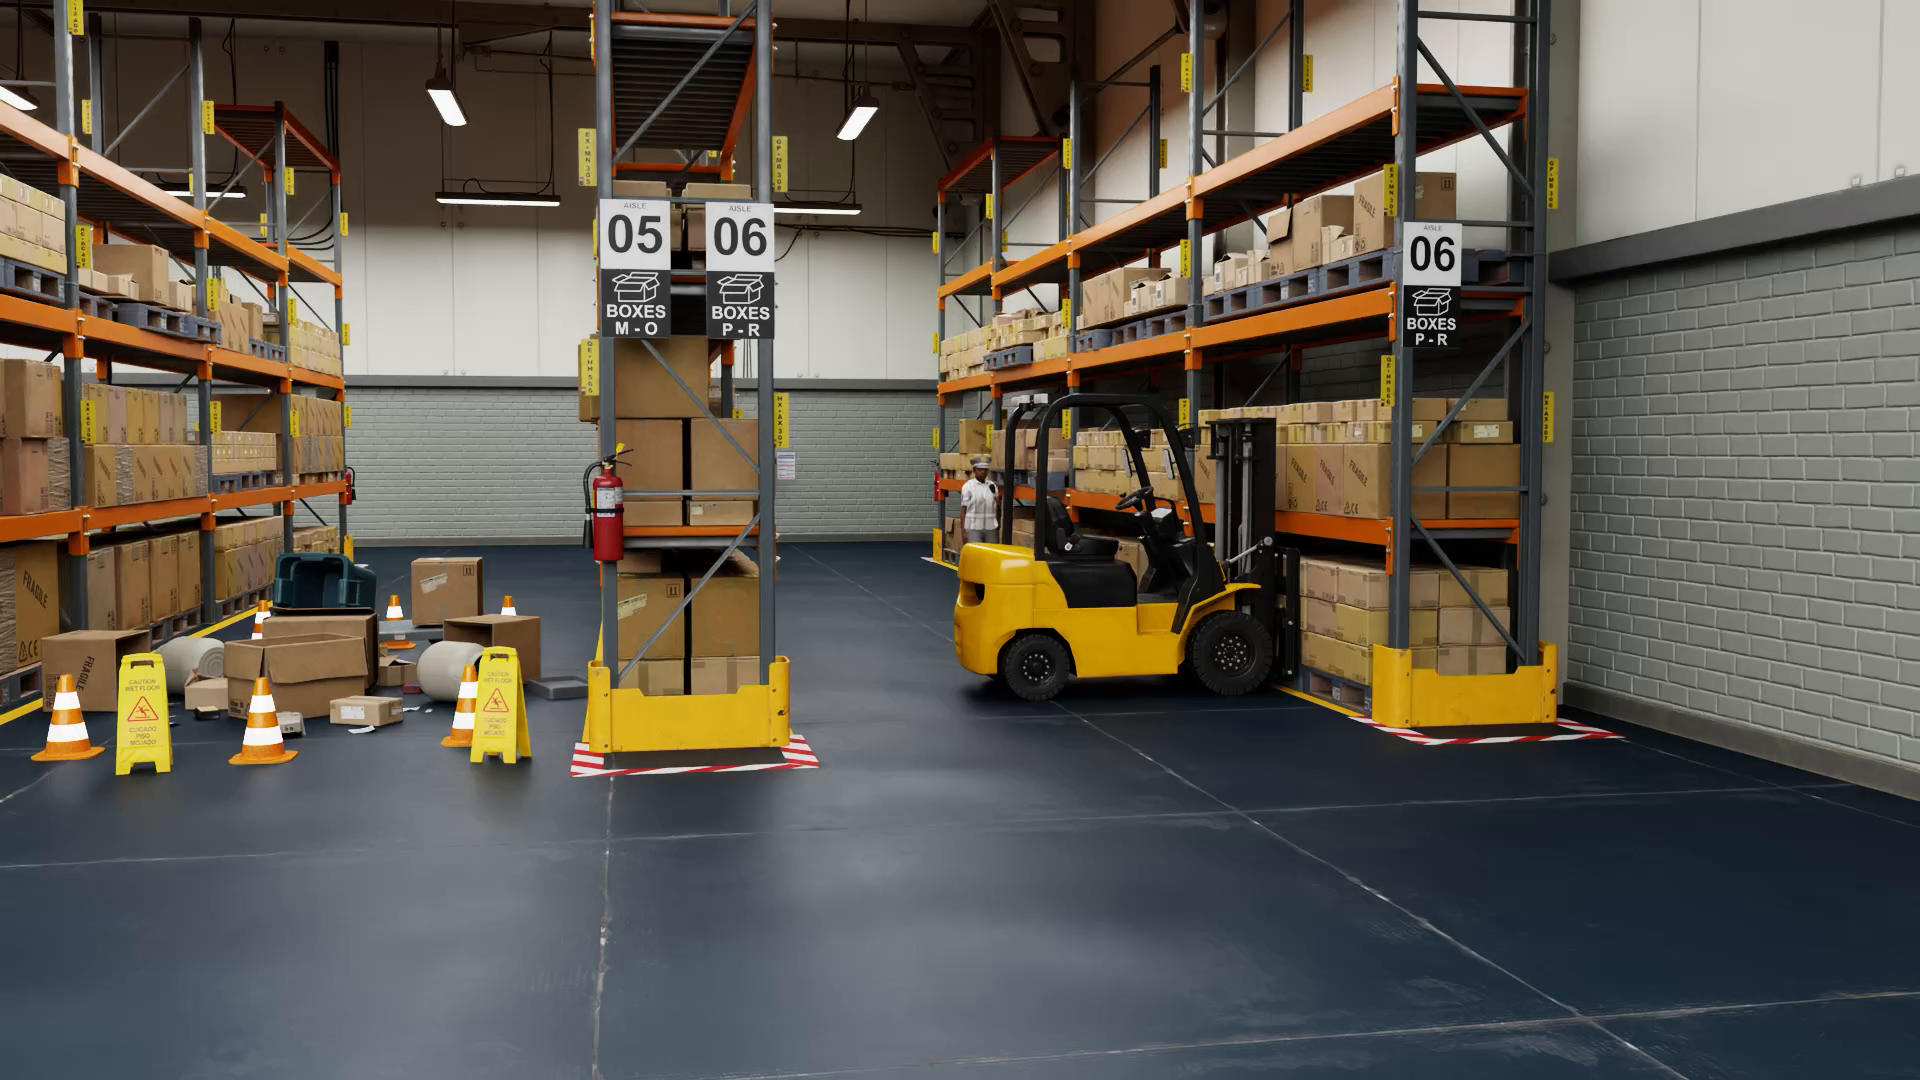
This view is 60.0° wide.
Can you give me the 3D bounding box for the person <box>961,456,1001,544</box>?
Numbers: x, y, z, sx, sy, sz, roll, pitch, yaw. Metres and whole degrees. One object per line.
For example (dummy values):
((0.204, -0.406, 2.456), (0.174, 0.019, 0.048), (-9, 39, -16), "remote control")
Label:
((0.244, -0.076, 18.340), (0.460, 1.696, 0.623), (-1, 3, -16), "person")
